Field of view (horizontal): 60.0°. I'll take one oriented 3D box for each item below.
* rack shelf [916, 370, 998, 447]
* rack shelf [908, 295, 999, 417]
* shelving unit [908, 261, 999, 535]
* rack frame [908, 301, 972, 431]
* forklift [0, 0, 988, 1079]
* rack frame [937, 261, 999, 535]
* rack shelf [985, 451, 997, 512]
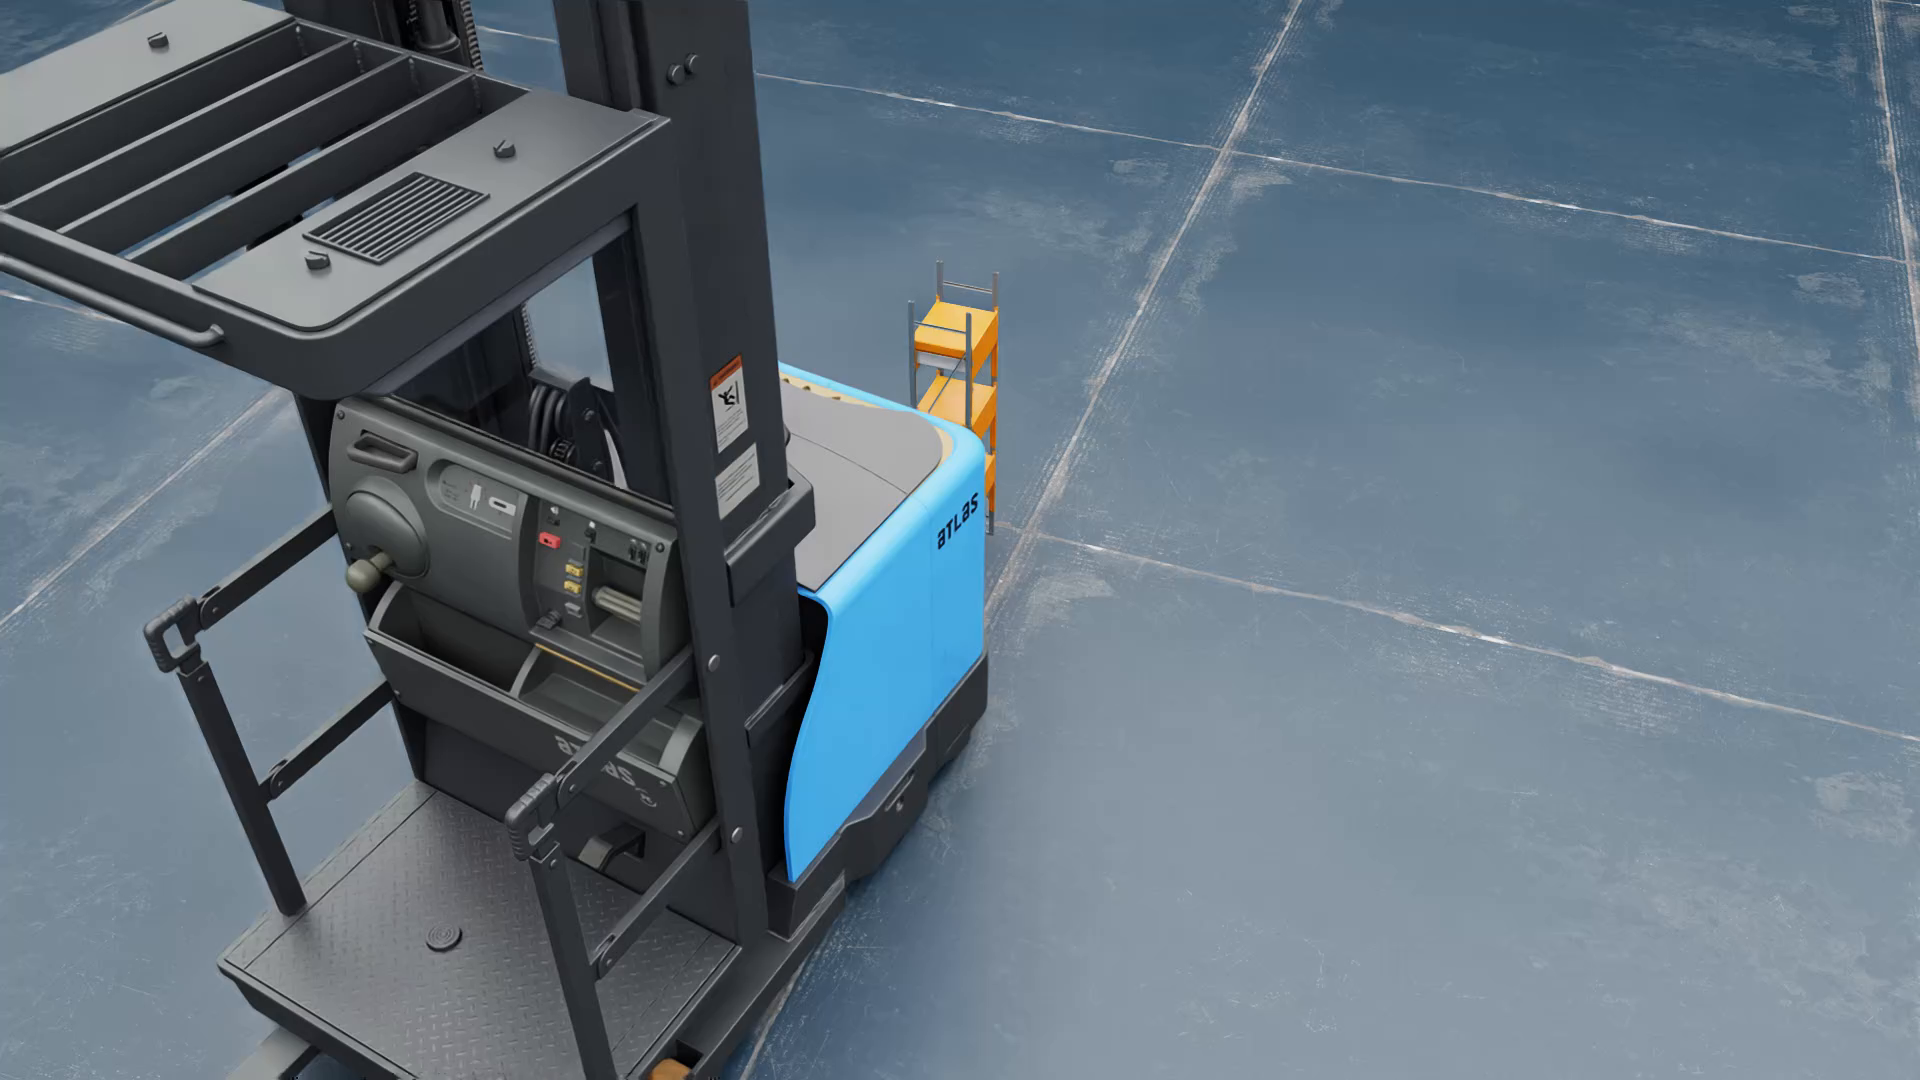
[{"bbox_3d":[-0.018,-0.359,5.378,0.215,0.259,0.240,13,42,15],"label":"rack shelf"},{"bbox_3d":[-0.018,-0.575,5.194,0.215,0.259,0.240,13,42,15],"label":"rack shelf"},{"bbox_3d":[-0.018,-0.367,5.371,0.215,1.050,0.252,13,42,15],"label":"shelving unit"},{"bbox_3d":[-0.060,-0.292,5.284,0.200,1.050,0.008,13,42,15],"label":"rack frame"},{"bbox_3d":[-1.095,0.084,3.394,1.130,2.935,3.031,21,45,23],"label":"forklift"},{"bbox_3d":[0.023,-0.441,5.458,0.200,1.050,0.008,13,42,15],"label":"rack frame"},{"bbox_3d":[-0.018,-0.147,5.558,0.215,0.259,0.240,13,42,15],"label":"rack shelf"}]
